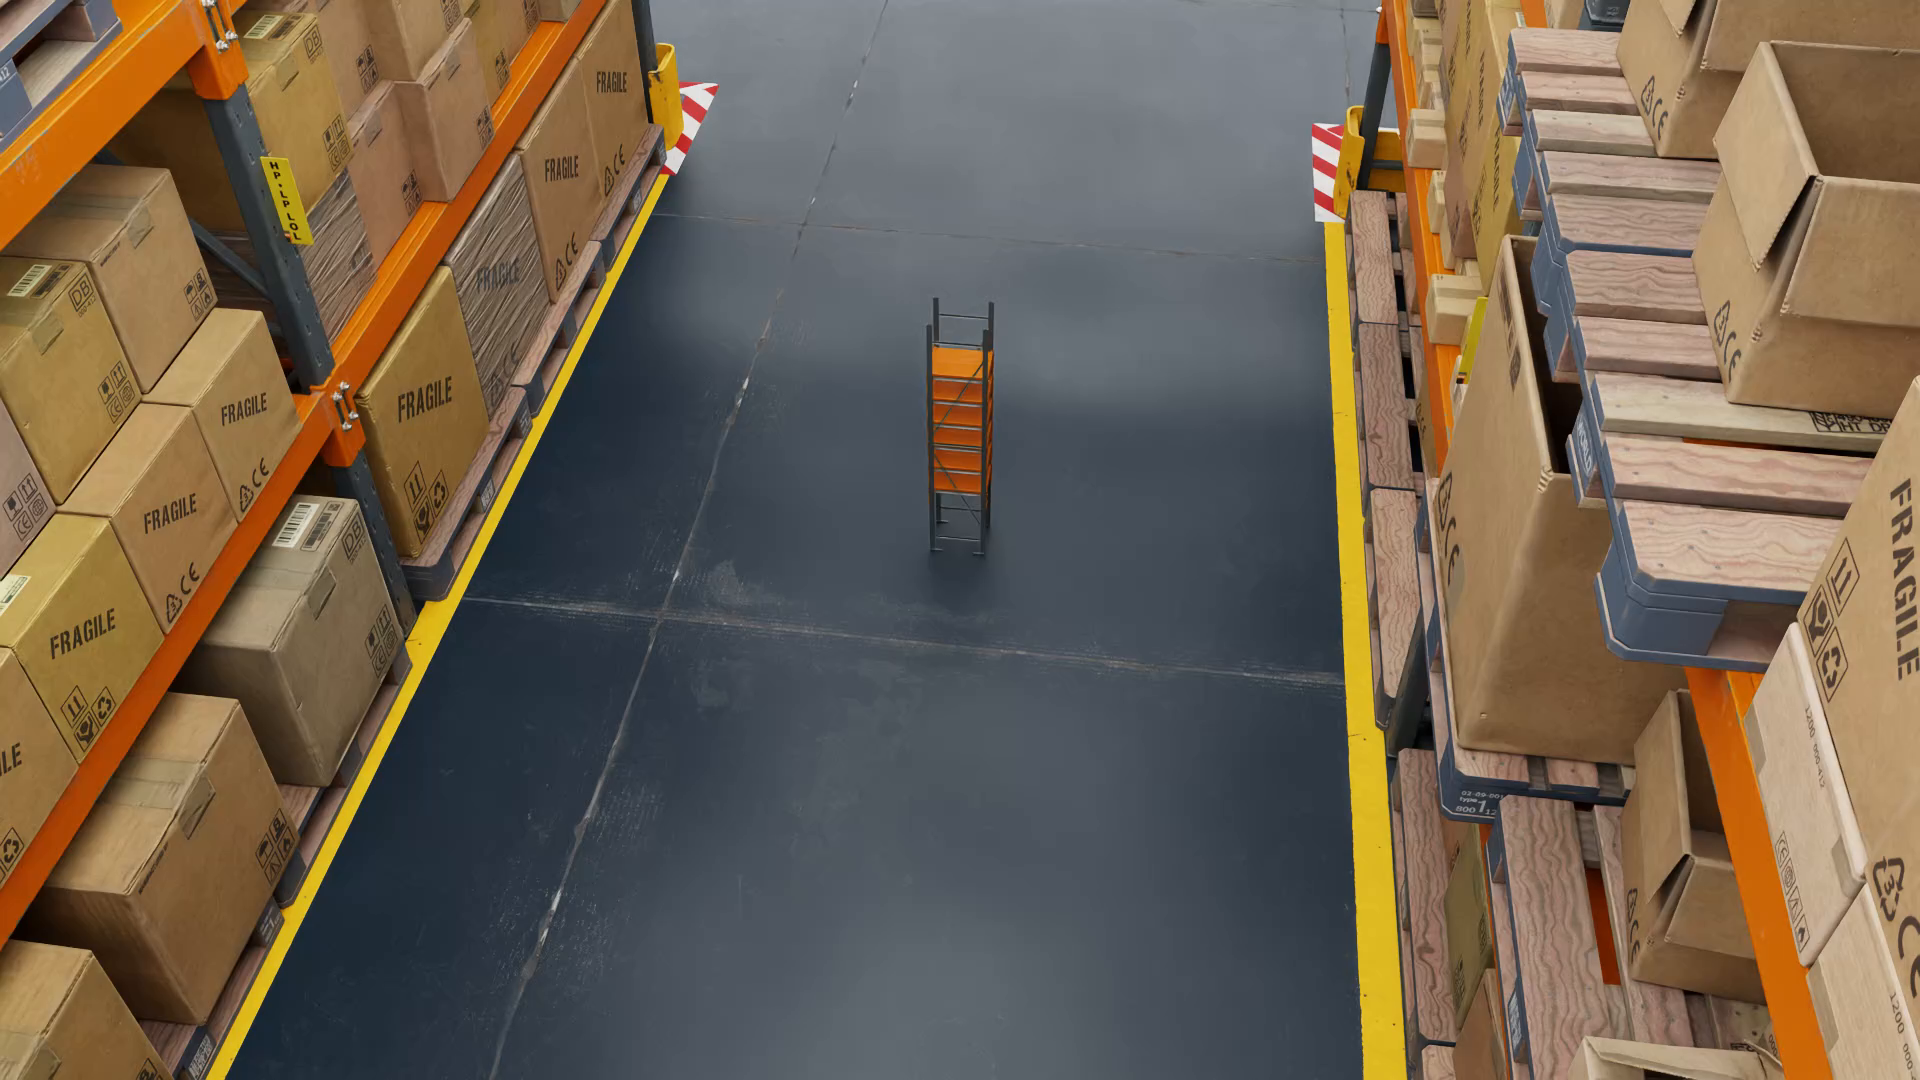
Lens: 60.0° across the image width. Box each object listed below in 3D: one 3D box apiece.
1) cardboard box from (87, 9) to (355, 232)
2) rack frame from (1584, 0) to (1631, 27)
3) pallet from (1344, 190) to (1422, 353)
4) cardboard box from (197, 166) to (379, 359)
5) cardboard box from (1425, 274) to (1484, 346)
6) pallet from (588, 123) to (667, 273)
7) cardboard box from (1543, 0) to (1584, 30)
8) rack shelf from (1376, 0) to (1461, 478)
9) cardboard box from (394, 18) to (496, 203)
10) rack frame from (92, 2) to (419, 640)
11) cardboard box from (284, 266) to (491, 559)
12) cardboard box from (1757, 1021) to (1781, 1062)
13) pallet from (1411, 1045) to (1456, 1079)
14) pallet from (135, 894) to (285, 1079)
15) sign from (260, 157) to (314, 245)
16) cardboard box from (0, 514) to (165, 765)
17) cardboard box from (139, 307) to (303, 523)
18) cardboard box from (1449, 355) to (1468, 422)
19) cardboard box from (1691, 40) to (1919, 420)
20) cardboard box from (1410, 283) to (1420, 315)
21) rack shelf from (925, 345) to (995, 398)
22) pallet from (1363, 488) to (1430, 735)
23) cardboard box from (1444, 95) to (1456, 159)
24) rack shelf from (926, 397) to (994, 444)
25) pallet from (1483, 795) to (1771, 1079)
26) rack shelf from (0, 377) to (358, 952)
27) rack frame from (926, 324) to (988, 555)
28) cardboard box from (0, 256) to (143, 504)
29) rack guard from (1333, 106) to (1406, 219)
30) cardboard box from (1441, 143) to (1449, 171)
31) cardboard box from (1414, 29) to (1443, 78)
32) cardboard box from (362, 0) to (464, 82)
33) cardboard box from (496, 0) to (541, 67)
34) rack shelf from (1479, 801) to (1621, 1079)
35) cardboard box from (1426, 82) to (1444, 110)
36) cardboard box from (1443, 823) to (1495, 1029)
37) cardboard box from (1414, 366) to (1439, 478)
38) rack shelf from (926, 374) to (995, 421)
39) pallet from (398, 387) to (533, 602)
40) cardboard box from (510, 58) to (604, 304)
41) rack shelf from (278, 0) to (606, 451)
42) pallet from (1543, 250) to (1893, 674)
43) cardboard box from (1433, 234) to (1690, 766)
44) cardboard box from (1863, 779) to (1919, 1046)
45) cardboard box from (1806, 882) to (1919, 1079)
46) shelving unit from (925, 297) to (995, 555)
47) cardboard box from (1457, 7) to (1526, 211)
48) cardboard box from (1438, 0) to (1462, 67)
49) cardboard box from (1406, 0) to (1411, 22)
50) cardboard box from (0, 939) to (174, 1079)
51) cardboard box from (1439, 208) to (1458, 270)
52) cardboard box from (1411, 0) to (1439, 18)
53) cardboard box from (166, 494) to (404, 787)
[{"bbox_3d":[-2.677,-1.462,5.740,0.875,0.550,0.550,5,44,6],"label":"cardboard box"},{"bbox_3d":[2.143,-2.426,3.289,1.000,3.000,0.127,5,44,6],"label":"rack frame"},{"bbox_3d":[2.519,-1.359,8.554,1.003,0.211,1.213,5,44,6],"label":"pallet"},{"bbox_3d":[-2.723,-1.074,6.116,0.875,0.550,0.550,5,44,6],"label":"cardboard box"},{"bbox_3d":[1.938,-0.844,6.165,0.380,0.149,0.250,5,44,6],"label":"cardboard box"},{"bbox_3d":[-2.260,-1.929,9.156,1.003,0.211,1.213,5,44,6],"label":"pallet"},{"bbox_3d":[1.944,-1.617,4.725,0.500,0.250,0.500,7,44,7],"label":"cardboard box"},{"bbox_3d":[2.407,-1.349,7.039,1.077,0.370,4.000,5,44,6],"label":"rack shelf"},{"bbox_3d":[-2.485,-1.808,6.891,0.875,0.550,0.550,5,44,6],"label":"cardboard box"},{"bbox_3d":[-2.760,-0.767,5.901,1.000,3.000,0.127,5,44,6],"label":"rack frame"},{"bbox_3d":[-2.608,-0.570,6.933,0.875,0.875,0.875,6,44,6],"label":"cardboard box"},{"bbox_3d":[2.064,1.259,3.564,0.500,0.250,0.500,4,44,4],"label":"cardboard box"},{"bbox_3d":[1.883,2.130,4.870,1.003,0.211,1.213,5,44,6],"label":"pallet"},{"bbox_3d":[-2.946,1.612,5.416,1.003,0.211,1.213,5,44,6],"label":"pallet"},{"bbox_3d":[-2.221,-1.116,5.485,0.100,0.325,0.005,5,44,6],"label":"sign"},{"bbox_3d":[-2.698,0.265,4.738,0.500,0.500,0.500,6,44,6],"label":"cardboard box"},{"bbox_3d":[-2.564,-0.424,5.465,0.500,0.500,0.500,5,44,5],"label":"cardboard box"},{"bbox_3d":[1.922,-0.499,5.800,0.380,0.149,0.250,5,44,6],"label":"cardboard box"},{"bbox_3d":[1.859,-0.573,3.134,0.797,0.503,0.637,7,44,7],"label":"cardboard box"},{"bbox_3d":[2.528,-1.384,8.065,0.500,0.500,0.500,16,46,16],"label":"cardboard box"},{"bbox_3d":[0.002,-0.675,6.653,0.258,0.103,0.180,5,44,6],"label":"rack shelf"},{"bbox_3d":[2.197,0.304,6.797,1.003,0.211,1.213,5,44,6],"label":"pallet"},{"bbox_3d":[2.438,-1.717,6.615,0.875,0.500,0.500,5,44,6],"label":"cardboard box"},{"bbox_3d":[0.002,-0.500,6.818,0.258,0.103,0.180,5,44,6],"label":"rack shelf"},{"bbox_3d":[1.835,1.195,3.968,1.003,0.211,1.213,5,44,6],"label":"pallet"},{"bbox_3d":[-3.025,0.857,4.709,1.077,0.370,4.000,5,44,6],"label":"rack shelf"},{"bbox_3d":[-0.010,-0.383,6.804,0.240,1.200,0.006,5,44,6],"label":"rack frame"},{"bbox_3d":[-2.886,-0.477,4.794,0.700,0.500,0.500,5,44,5],"label":"cardboard box"},{"bbox_3d":[2.662,-2.014,9.036,1.175,0.500,0.348,5,44,6],"label":"rack guard"},{"bbox_3d":[2.202,-1.514,6.872,0.380,0.149,0.250,5,44,6],"label":"cardboard box"},{"bbox_3d":[2.285,-2.200,7.597,0.380,0.149,0.250,5,44,6],"label":"cardboard box"},{"bbox_3d":[-2.512,-2.203,6.523,0.875,0.550,0.550,5,44,6],"label":"cardboard box"},{"bbox_3d":[-2.485,-2.544,7.668,0.875,0.550,0.550,5,44,6],"label":"cardboard box"},{"bbox_3d":[1.879,1.377,4.160,1.077,0.370,4.000,5,44,6],"label":"rack shelf"},{"bbox_3d":[2.239,-1.857,7.235,0.380,0.149,0.250,5,44,6],"label":"cardboard box"},{"bbox_3d":[1.959,1.240,5.279,0.700,0.500,0.500,5,44,5],"label":"cardboard box"},{"bbox_3d":[2.308,-0.583,7.218,0.500,0.500,0.500,2,43,2],"label":"cardboard box"},{"bbox_3d":[0.002,-0.588,6.736,0.258,0.103,0.180,5,44,6],"label":"rack shelf"},{"bbox_3d":[-2.582,-0.266,7.399,1.003,0.211,1.213,5,44,6],"label":"pallet"},{"bbox_3d":[-2.370,-1.806,8.238,0.875,0.875,0.875,5,44,5],"label":"cardboard box"},{"bbox_3d":[-2.496,-1.869,7.588,1.077,0.370,4.000,5,44,6],"label":"rack shelf"},{"bbox_3d":[1.822,-0.150,3.204,1.213,0.211,1.003,5,44,6],"label":"pallet"},{"bbox_3d":[1.899,-0.089,4.443,1.000,1.000,1.000,6,44,6],"label":"cardboard box"},{"bbox_3d":[1.486,0.473,1.973,0.500,0.500,0.500,5,44,5],"label":"cardboard box"},{"bbox_3d":[1.486,0.758,2.217,0.500,0.250,0.500,5,44,5],"label":"cardboard box"},{"bbox_3d":[0.002,-0.446,6.870,0.258,1.200,0.189,5,44,6],"label":"shelving unit"},{"bbox_3d":[1.994,-1.427,5.582,0.500,0.500,0.500,5,44,6],"label":"cardboard box"},{"bbox_3d":[2.131,-2.109,6.301,0.500,0.500,0.500,5,44,6],"label":"cardboard box"},{"bbox_3d":[2.346,-2.541,7.957,0.380,0.149,0.250,5,44,6],"label":"cardboard box"},{"bbox_3d":[-3.007,1.620,4.710,1.050,0.750,0.750,6,44,6],"label":"cardboard box"},{"bbox_3d":[2.094,-1.177,6.516,0.380,0.149,0.250,5,44,6],"label":"cardboard box"},{"bbox_3d":[2.572,-2.746,7.701,0.875,0.500,0.500,5,44,6],"label":"cardboard box"},{"bbox_3d":[-2.753,0.328,6.074,1.050,0.750,0.750,5,44,5],"label":"cardboard box"}]
